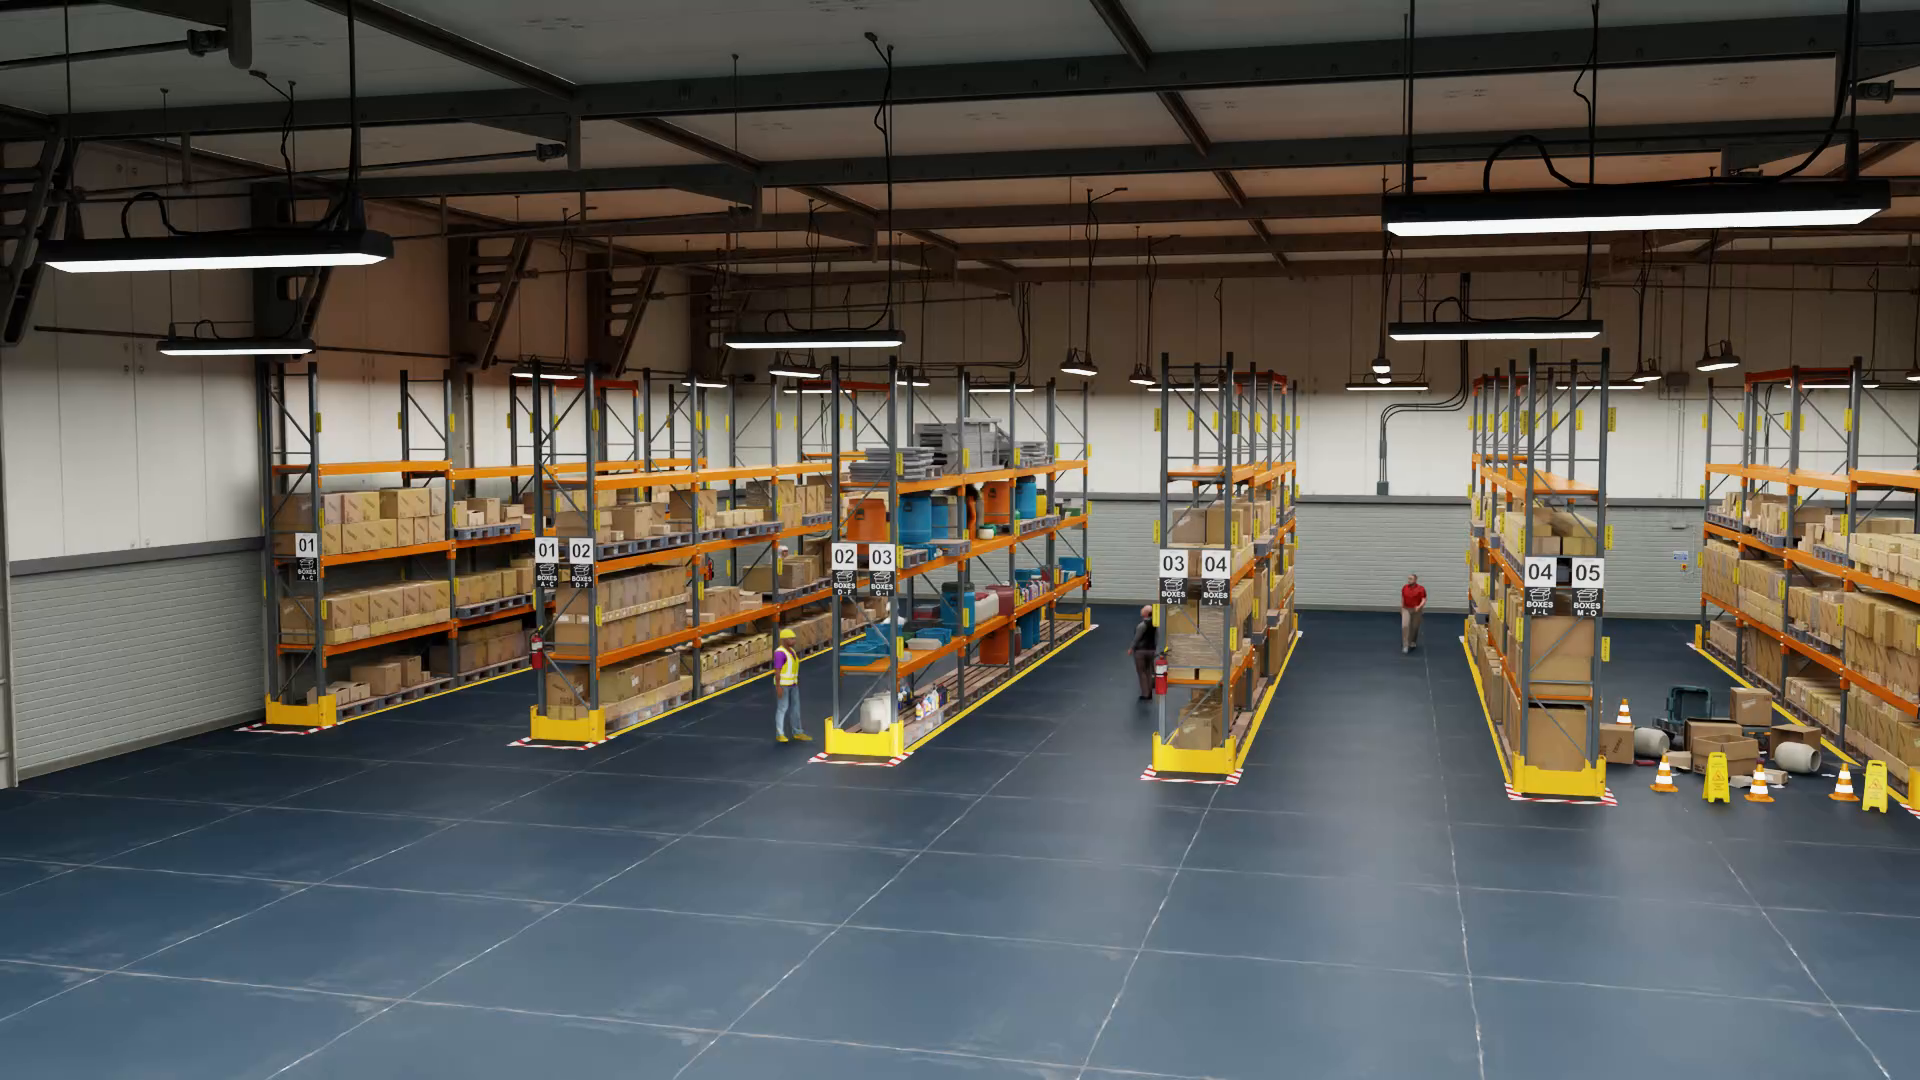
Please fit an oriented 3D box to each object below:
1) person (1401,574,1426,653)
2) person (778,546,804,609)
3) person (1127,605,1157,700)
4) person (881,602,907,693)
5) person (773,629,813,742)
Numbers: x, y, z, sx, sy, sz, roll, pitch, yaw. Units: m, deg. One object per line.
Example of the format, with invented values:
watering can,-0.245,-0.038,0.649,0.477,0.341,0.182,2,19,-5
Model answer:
person,9.979,1.602,36.597,0.545,1.716,0.985,1,4,17
person,-4.631,1.033,44.140,1.067,1.749,0.662,3,5,33
person,3.311,2.054,30.020,0.581,1.773,0.508,-2,5,-28
person,-1.206,1.991,30.208,0.616,1.793,0.484,-1,4,-20
person,-2.664,2.291,26.122,0.509,1.777,0.621,2,4,24
